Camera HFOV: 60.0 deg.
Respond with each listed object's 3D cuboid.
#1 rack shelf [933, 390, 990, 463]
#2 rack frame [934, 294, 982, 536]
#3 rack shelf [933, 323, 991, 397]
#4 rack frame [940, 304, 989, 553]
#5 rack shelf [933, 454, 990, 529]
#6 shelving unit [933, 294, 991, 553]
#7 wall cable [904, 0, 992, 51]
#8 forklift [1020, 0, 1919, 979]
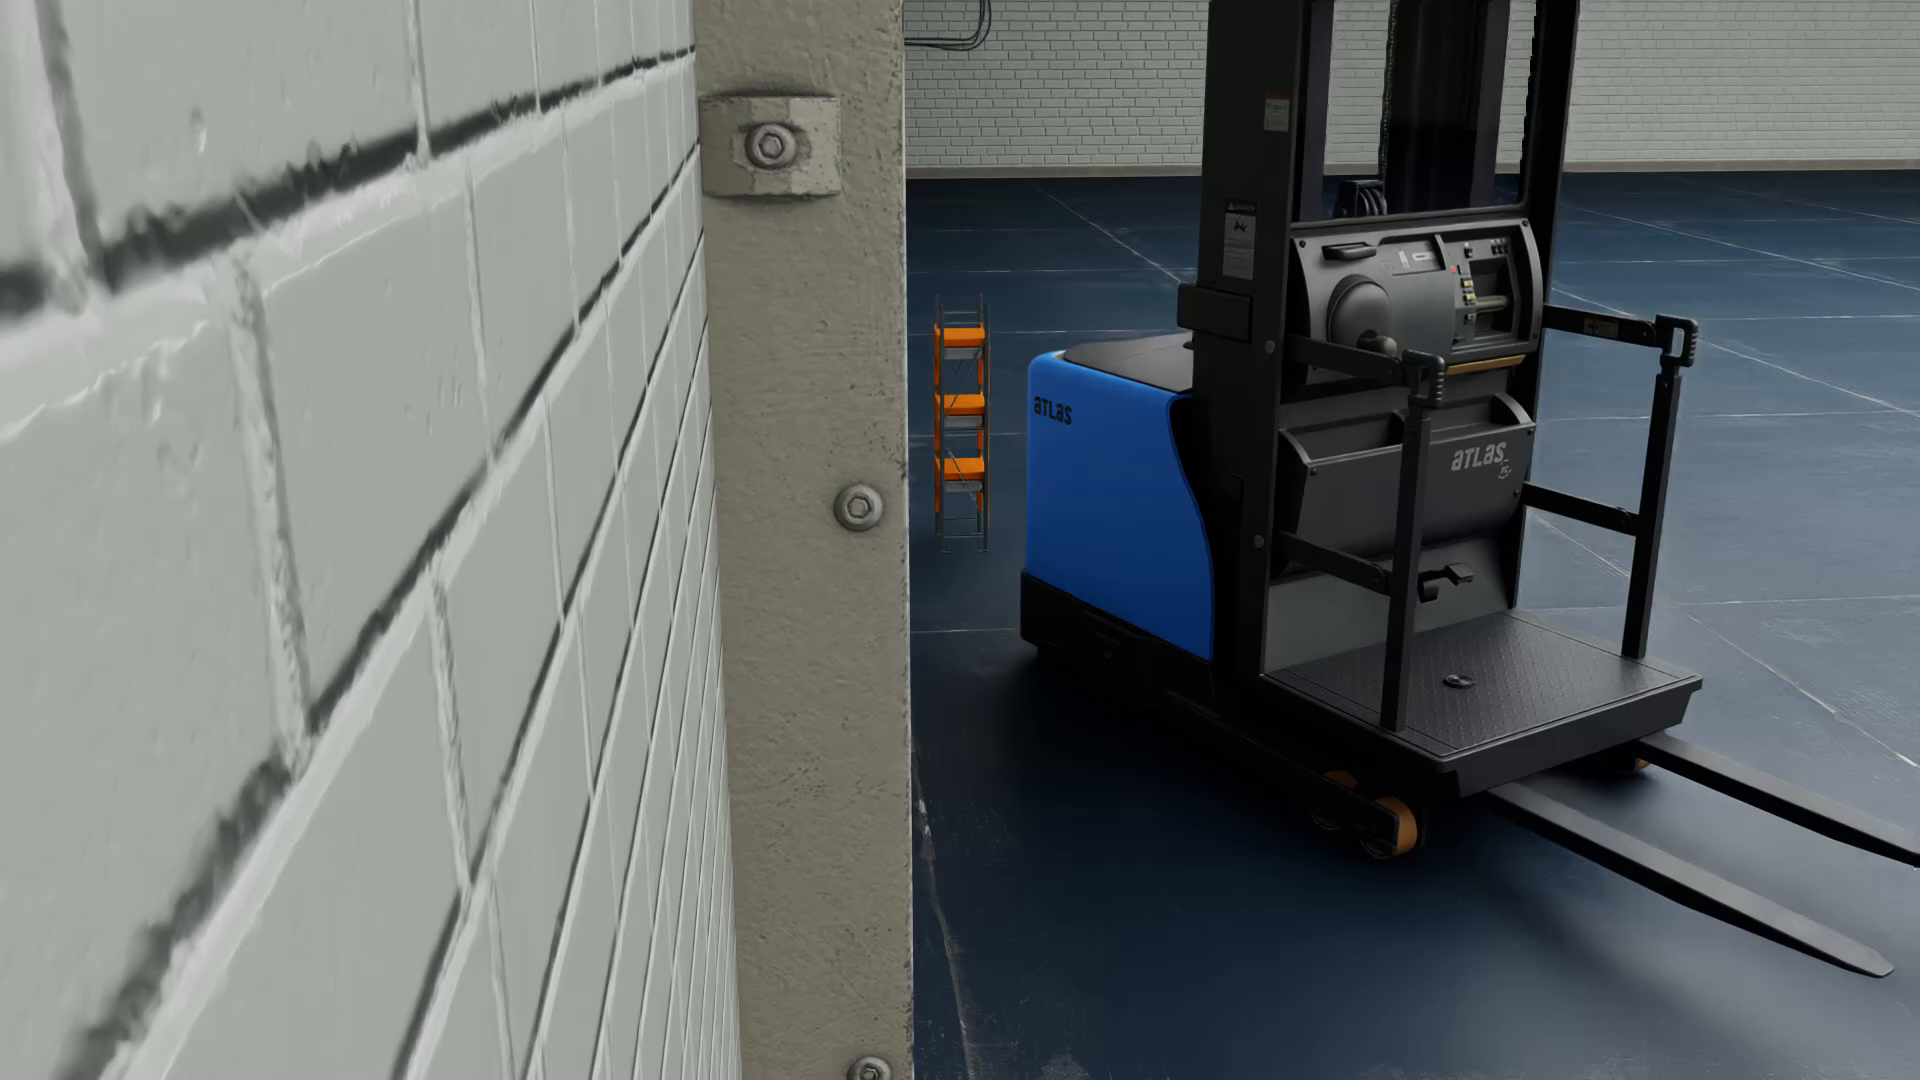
[{"bbox_3d":[0.006,-0.475,6.972,0.215,0.259,0.240,-2,18,-6],"label":"rack shelf"},{"bbox_3d":[-0.007,-0.521,7.085,0.200,1.050,0.008,-2,18,-6],"label":"rack frame"},{"bbox_3d":[0.006,-0.746,6.887,0.215,0.259,0.240,-2,18,-6],"label":"rack shelf"},{"bbox_3d":[0.018,-0.449,6.853,0.200,1.050,0.008,-2,18,-6],"label":"rack frame"},{"bbox_3d":[0.006,-0.210,7.055,0.215,0.259,0.240,-2,18,-6],"label":"rack shelf"},{"bbox_3d":[0.006,-0.485,6.969,0.215,1.050,0.252,-2,18,-6],"label":"shelving unit"},{"bbox_3d":[-1.100,-7.849,22.337,3.097,2.526,0.112,-2,18,-6],"label":"wall cable"},{"bbox_3d":[1.419,-0.703,4.523,1.130,2.935,3.031,-11,20,-30],"label":"forklift"}]
